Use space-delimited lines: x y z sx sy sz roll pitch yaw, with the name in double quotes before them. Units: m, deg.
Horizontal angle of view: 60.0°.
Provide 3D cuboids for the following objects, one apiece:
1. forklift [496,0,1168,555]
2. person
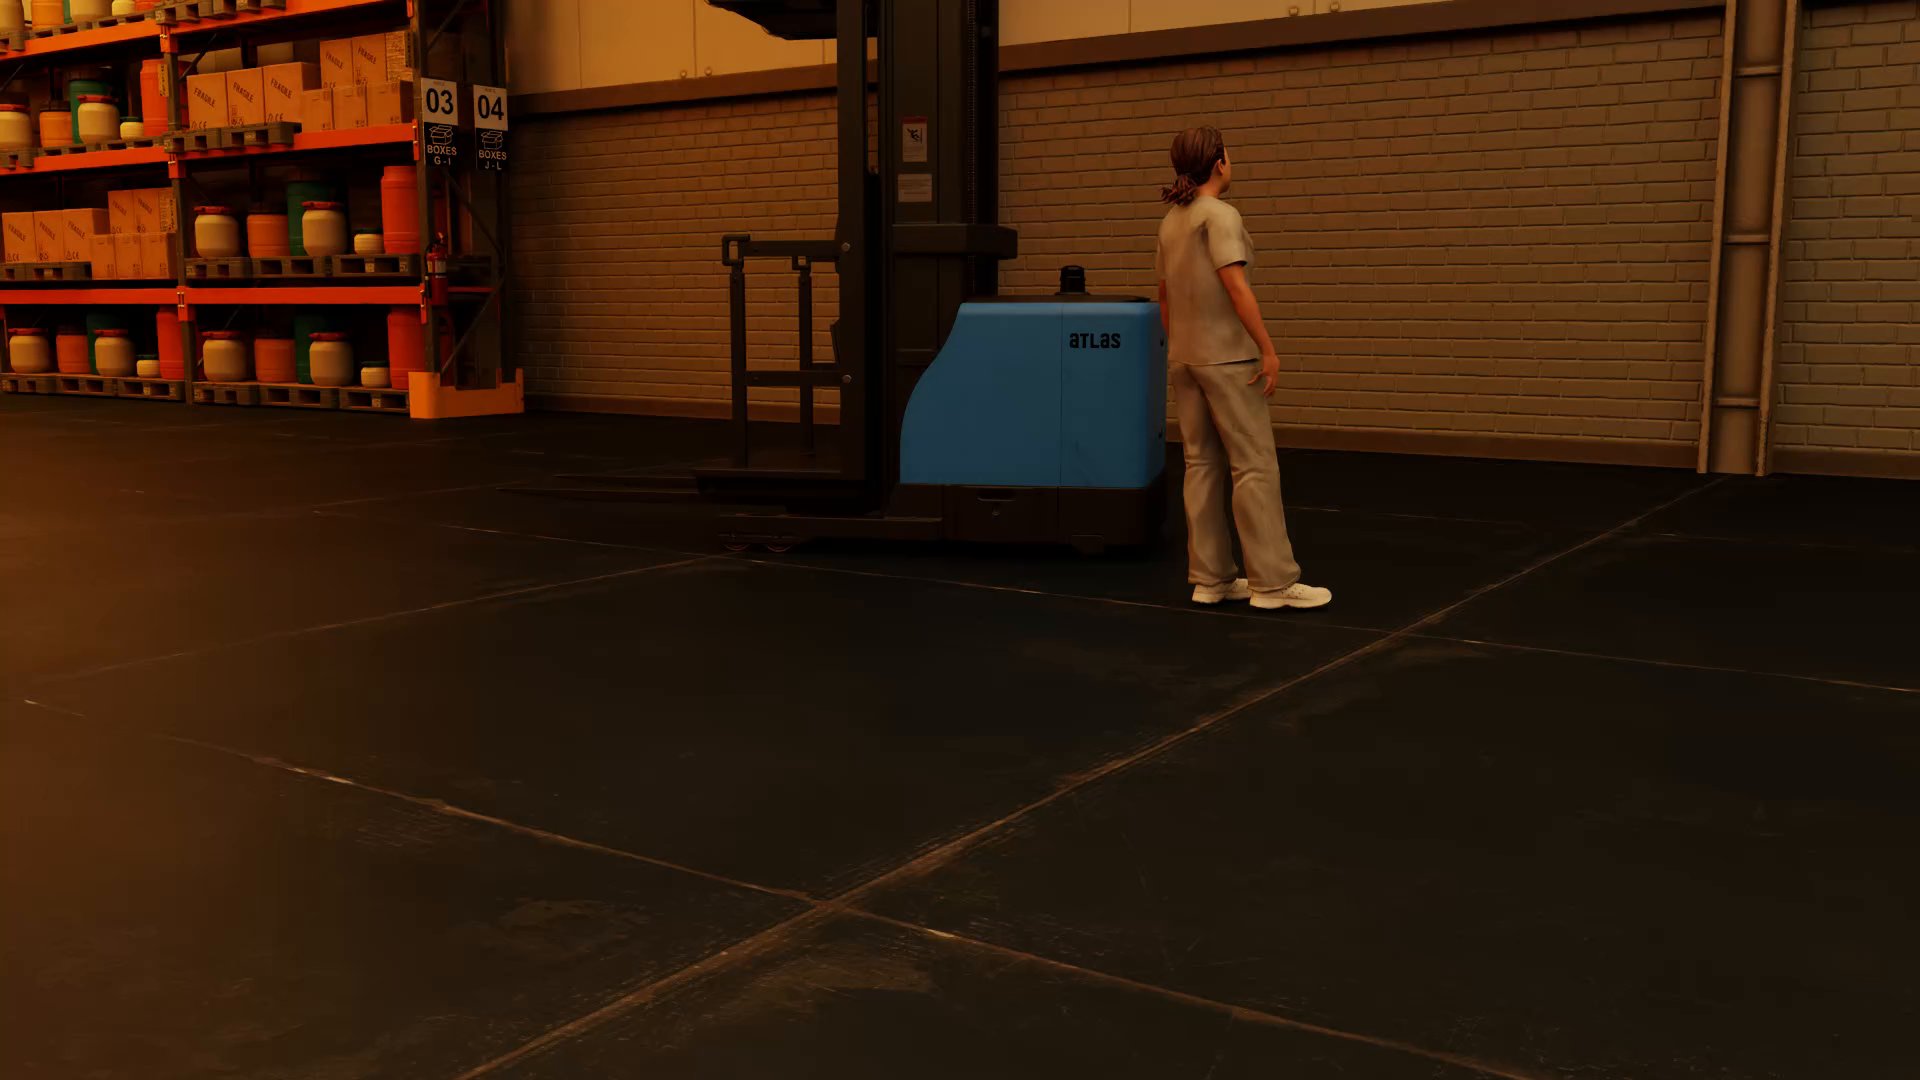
"forklift" -0.596 -1.469 7.520 3.031 2.935 1.130 2 8 12
"person" 0.962 -0.602 5.875 0.548 1.662 0.551 -4 9 -28
